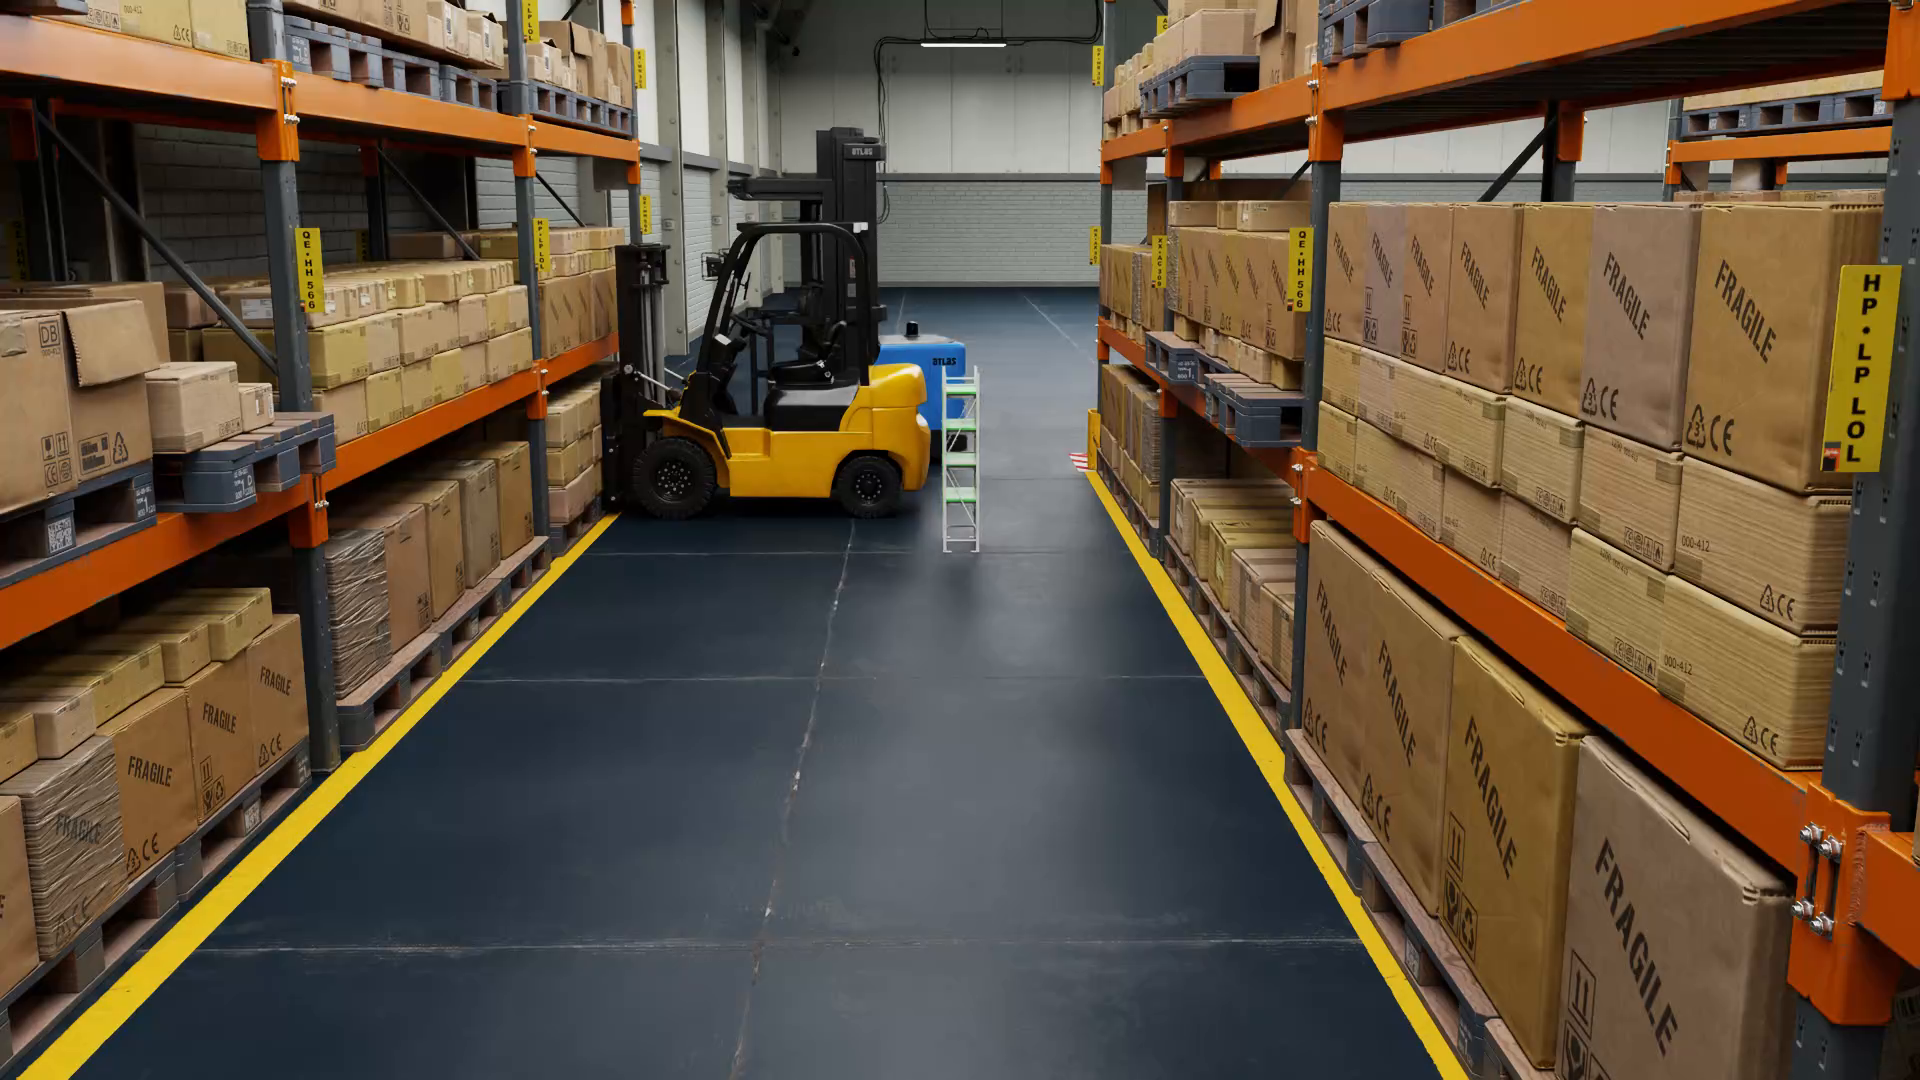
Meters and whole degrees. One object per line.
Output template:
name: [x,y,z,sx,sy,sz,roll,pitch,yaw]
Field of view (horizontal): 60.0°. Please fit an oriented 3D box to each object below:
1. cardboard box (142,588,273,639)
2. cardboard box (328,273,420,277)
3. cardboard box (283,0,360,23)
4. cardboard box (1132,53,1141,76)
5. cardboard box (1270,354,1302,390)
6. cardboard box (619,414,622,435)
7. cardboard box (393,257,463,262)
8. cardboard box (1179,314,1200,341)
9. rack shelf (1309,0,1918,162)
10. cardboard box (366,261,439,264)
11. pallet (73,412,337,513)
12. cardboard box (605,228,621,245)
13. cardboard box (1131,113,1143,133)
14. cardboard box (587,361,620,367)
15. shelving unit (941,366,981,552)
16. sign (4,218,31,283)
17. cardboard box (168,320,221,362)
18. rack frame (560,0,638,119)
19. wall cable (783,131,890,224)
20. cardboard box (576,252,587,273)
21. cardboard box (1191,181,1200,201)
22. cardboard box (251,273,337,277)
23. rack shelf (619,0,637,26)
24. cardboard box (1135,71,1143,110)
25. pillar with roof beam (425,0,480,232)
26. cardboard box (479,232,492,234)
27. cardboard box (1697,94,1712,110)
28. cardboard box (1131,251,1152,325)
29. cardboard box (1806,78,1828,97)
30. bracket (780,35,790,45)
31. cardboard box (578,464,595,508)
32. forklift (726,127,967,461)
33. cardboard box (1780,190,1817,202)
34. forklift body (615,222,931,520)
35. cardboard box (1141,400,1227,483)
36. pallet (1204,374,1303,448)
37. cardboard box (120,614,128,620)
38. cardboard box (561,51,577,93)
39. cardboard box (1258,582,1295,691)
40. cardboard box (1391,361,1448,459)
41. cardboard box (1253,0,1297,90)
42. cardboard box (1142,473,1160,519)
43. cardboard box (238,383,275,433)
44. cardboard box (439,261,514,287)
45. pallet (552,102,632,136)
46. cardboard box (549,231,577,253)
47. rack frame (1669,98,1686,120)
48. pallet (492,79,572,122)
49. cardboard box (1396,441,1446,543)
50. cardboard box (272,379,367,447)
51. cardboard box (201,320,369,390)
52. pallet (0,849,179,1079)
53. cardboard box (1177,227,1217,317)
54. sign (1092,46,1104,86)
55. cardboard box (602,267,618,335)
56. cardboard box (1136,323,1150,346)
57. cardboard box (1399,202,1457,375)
cardboard box: [-2.814,0.281,6.231,0.380,0.149,0.250,-1,11,-4]
cardboard box: [-2.929,-1.257,8.329,0.380,0.149,0.250,0,11,-1]
cardboard box: [-2.849,-2.437,6.922,0.500,0.500,0.500,0,11,-1]
cardboard box: [1.450,-3.442,12.062,0.380,0.149,0.250,0,11,0]
cardboard box: [1.565,-0.739,7.233,0.380,0.149,0.250,0,11,0]
cardboard box: [-2.889,-0.914,13.120,0.500,0.250,0.500,0,11,-2]
cardboard box: [-3.424,-1.743,10.722,0.380,0.149,0.250,0,11,-1]
cardboard box: [1.494,-1.256,9.782,0.380,0.149,0.250,0,11,0]
rack shelf: [1.926,-1.259,4.485,1.077,0.370,4.000,0,11,-1]
cardboard box: [-3.368,-1.609,10.064,0.380,0.149,0.250,0,11,-2]
pallet: [-2.994,-0.289,5.924,1.213,0.211,1.003,0,11,-1]
cardboard box: [-2.956,-2.450,13.459,0.380,0.149,0.250,0,11,0]
cardboard box: [1.478,-3.100,12.382,0.380,0.149,0.250,-1,11,-3]
cardboard box: [-2.922,-1.366,14.094,0.500,0.250,0.500,0,11,1]
shelving unit: [0.003,-0.555,11.278,0.258,1.200,0.503,0,11,-1]
sign: [-3.633,-1.082,6.438,0.100,0.325,0.005,0,11,-1]
cardboard box: [-3.365,-0.778,6.967,0.500,0.250,0.500,0,11,0]
rack frame: [-3.243,-5.048,13.810,1.000,3.000,0.127,0,11,-1]
wall cable: [-3.489,-9.939,45.726,3.097,2.526,0.112,0,11,-1]
cardboard box: [-2.902,-1.999,11.985,0.380,0.149,0.250,-1,11,-3]
cardboard box: [2.038,-2.309,11.881,0.700,0.500,0.500,0,11,-2]
cardboard box: [-3.338,-1.254,8.312,0.380,0.149,0.250,0,11,0]
rack shelf: [-3.202,-4.102,11.961,1.077,0.370,4.000,0,11,-1]
cardboard box: [1.516,-3.165,11.700,0.500,0.250,0.500,0,11,-2]
pillar with roof beam: [0.174,-4.924,13.196,9.100,9.000,0.400,0,11,-1]
cardboard box: [-3.505,-2.092,11.694,0.380,0.149,0.250,0,11,-2]
cardboard box: [6.359,-3.651,13.793,0.380,0.149,0.250,0,11,-1]
cardboard box: [1.511,-1.822,11.994,0.500,0.500,0.500,0,11,0]
cardboard box: [6.394,-3.301,12.064,0.380,0.149,0.250,0,11,-2]
bracket: [-4.386,-12.553,41.747,0.235,0.232,0.430,0,11,-1]
cardboard box: [-2.865,-0.370,11.696,0.500,0.250,0.500,0,11,-2]
forklift: [-1.511,-2.149,14.779,3.031,2.935,1.130,-3,12,-15]
cardboard box: [6.756,-2.373,12.618,0.875,0.550,0.500,0,11,-1]
forklift body: [-1.380,-1.323,12.670,2.313,2.155,1.214,0,11,-1]
cardboard box: [1.521,-0.676,11.322,0.500,0.500,0.500,0,11,-2]
pallet: [1.763,-0.586,7.387,1.213,0.211,1.003,0,11,-1]
cardboard box: [-3.349,0.586,6.356,0.500,0.500,0.500,0,11,1]
cardboard box: [-2.888,-3.268,11.611,0.396,0.266,0.258,-1,11,-2]
cardboard box: [1.883,0.431,7.445,0.950,0.372,0.625,-1,12,-5]
cardboard box: [1.656,-0.407,5.140,0.500,0.250,0.500,0,11,-1]
cardboard box: [1.825,-2.363,7.857,0.797,0.503,0.637,0,11,-1]
cardboard box: [1.521,-0.309,11.397,0.500,0.250,0.500,0,11,1]
cardboard box: [-2.681,-0.472,5.915,0.380,0.149,0.250,0,11,0]
cardboard box: [-2.931,-1.613,10.082,0.380,0.149,0.250,0,11,1]
pallet: [-3.254,-3.394,13.423,1.003,0.211,1.213,0,11,-1]
cardboard box: [-2.915,-2.096,11.713,0.380,0.149,0.250,0,11,-2]
rack frame: [6.666,-5.110,14.113,1.000,3.000,0.127,0,11,-1]
pallet: [-3.204,-2.909,11.033,1.003,0.211,1.213,0,11,-1]
cardboard box: [1.677,-0.161,5.185,0.500,0.250,0.500,0,11,1]
cardboard box: [-2.843,-0.534,7.022,0.500,0.250,0.500,0,11,-1]
cardboard box: [-2.818,-0.779,6.973,0.500,0.250,0.500,0,11,-1]
pallet: [-3.078,1.239,4.920,1.003,0.211,1.213,0,11,-1]
cardboard box: [1.536,-1.541,9.554,0.500,0.500,0.500,0,11,-1]
sign: [1.177,-4.025,14.114,0.100,0.325,0.005,0,11,-1]
cardboard box: [-2.958,-1.855,12.909,0.500,0.500,0.500,0,11,-2]
cardboard box: [1.466,-1.476,11.920,0.380,0.149,0.250,0,11,-2]
cardboard box: [1.666,-0.778,5.081,0.500,0.500,0.500,0,11,0]
